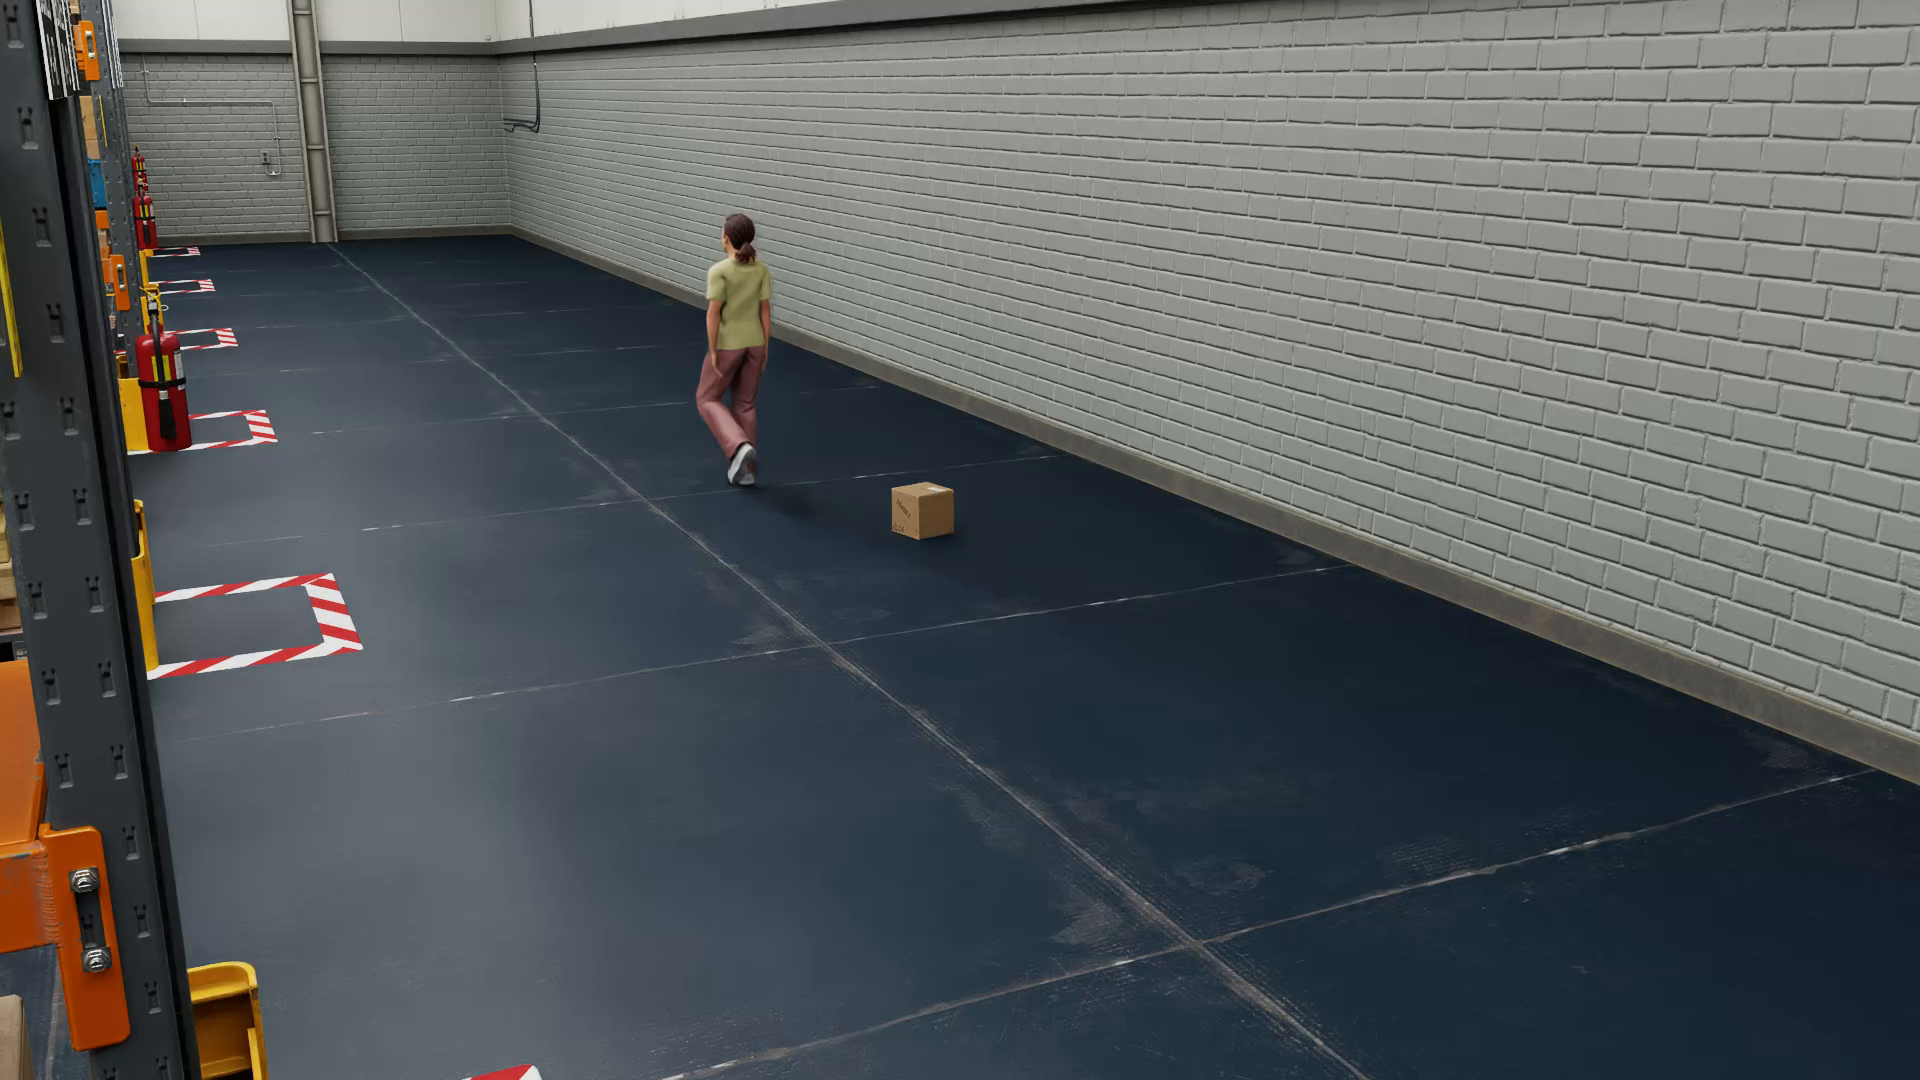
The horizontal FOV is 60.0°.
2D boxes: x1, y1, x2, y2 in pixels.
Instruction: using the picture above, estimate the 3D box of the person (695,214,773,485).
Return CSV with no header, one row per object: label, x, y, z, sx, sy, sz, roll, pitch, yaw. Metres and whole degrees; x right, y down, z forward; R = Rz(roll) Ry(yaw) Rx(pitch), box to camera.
person,-1.348,-1.144,10.134,0.448,1.657,0.510,-11,19,-34
